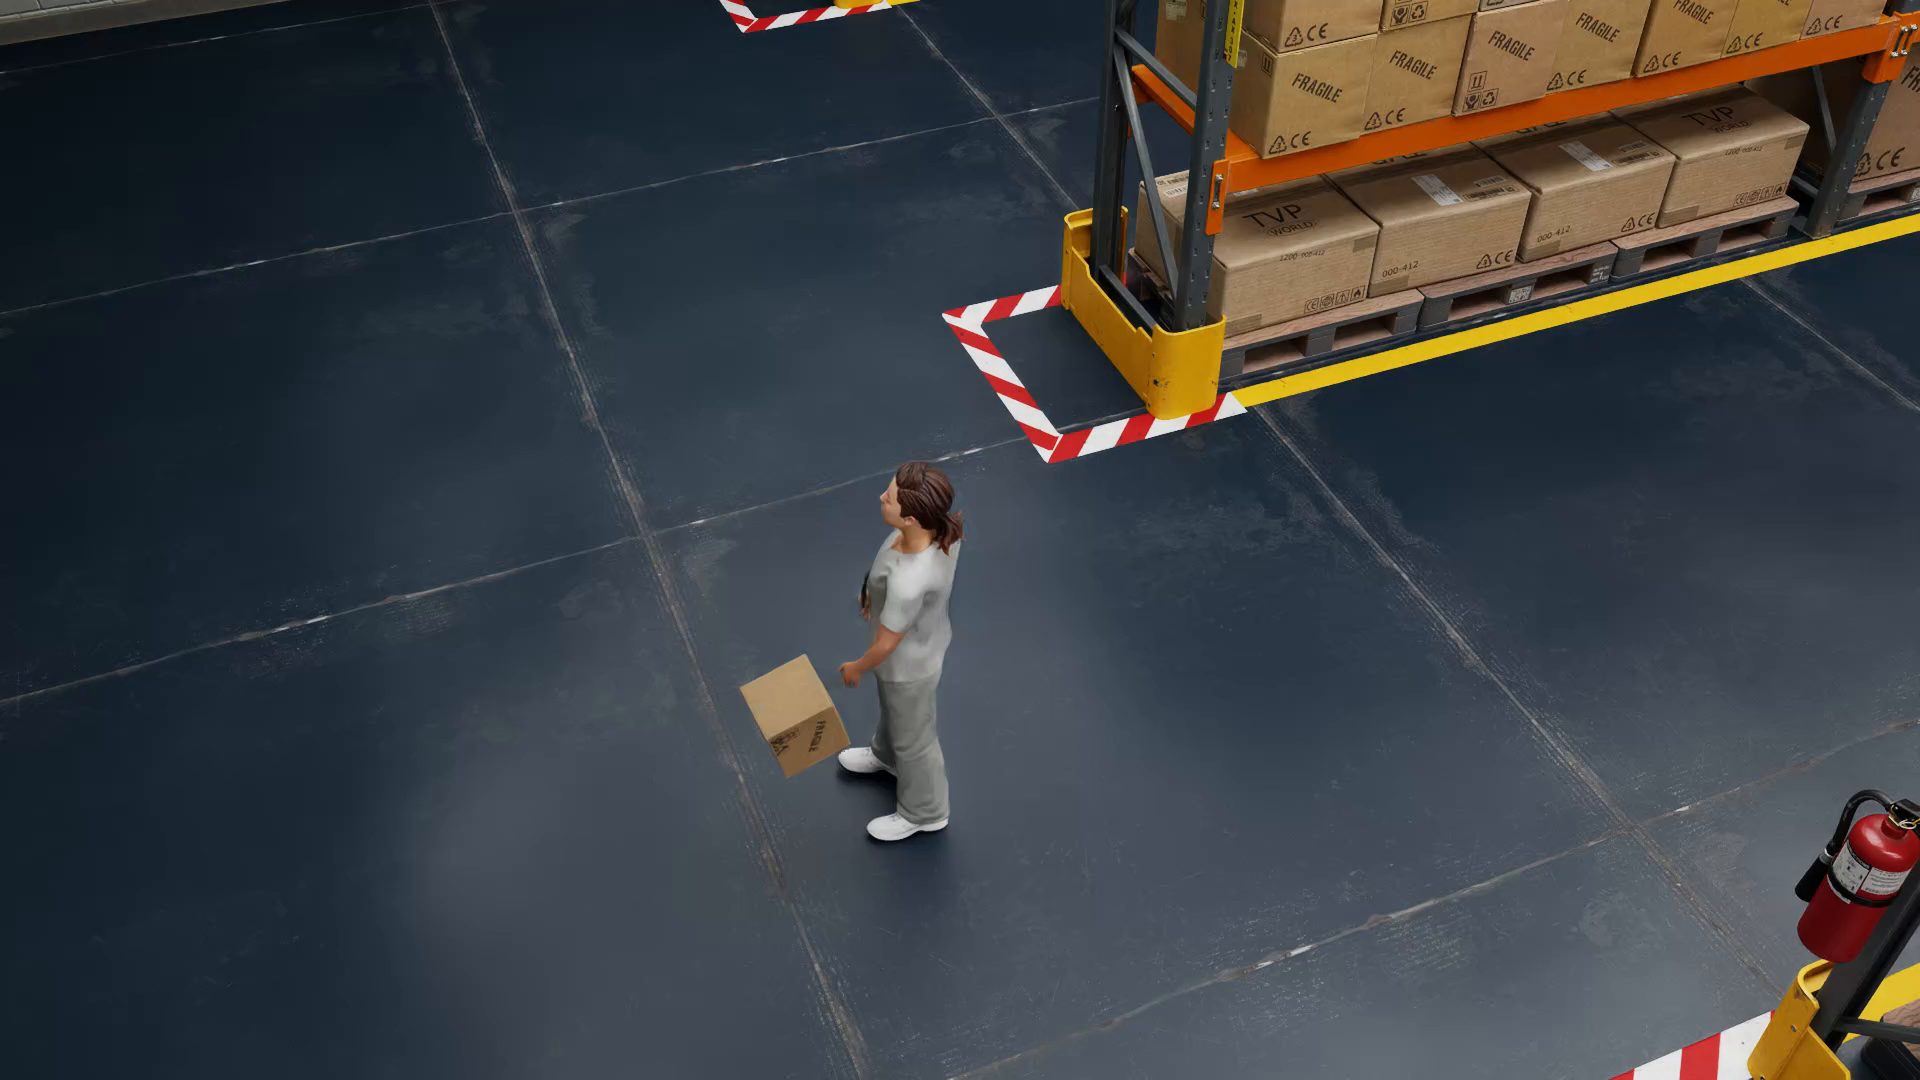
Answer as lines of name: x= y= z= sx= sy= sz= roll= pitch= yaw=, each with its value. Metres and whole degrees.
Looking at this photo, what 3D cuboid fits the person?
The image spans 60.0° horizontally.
person: x=-0.238 y=0.384 z=5.720 sx=0.540 sy=1.672 sz=0.482 roll=8 pitch=43 yaw=9
